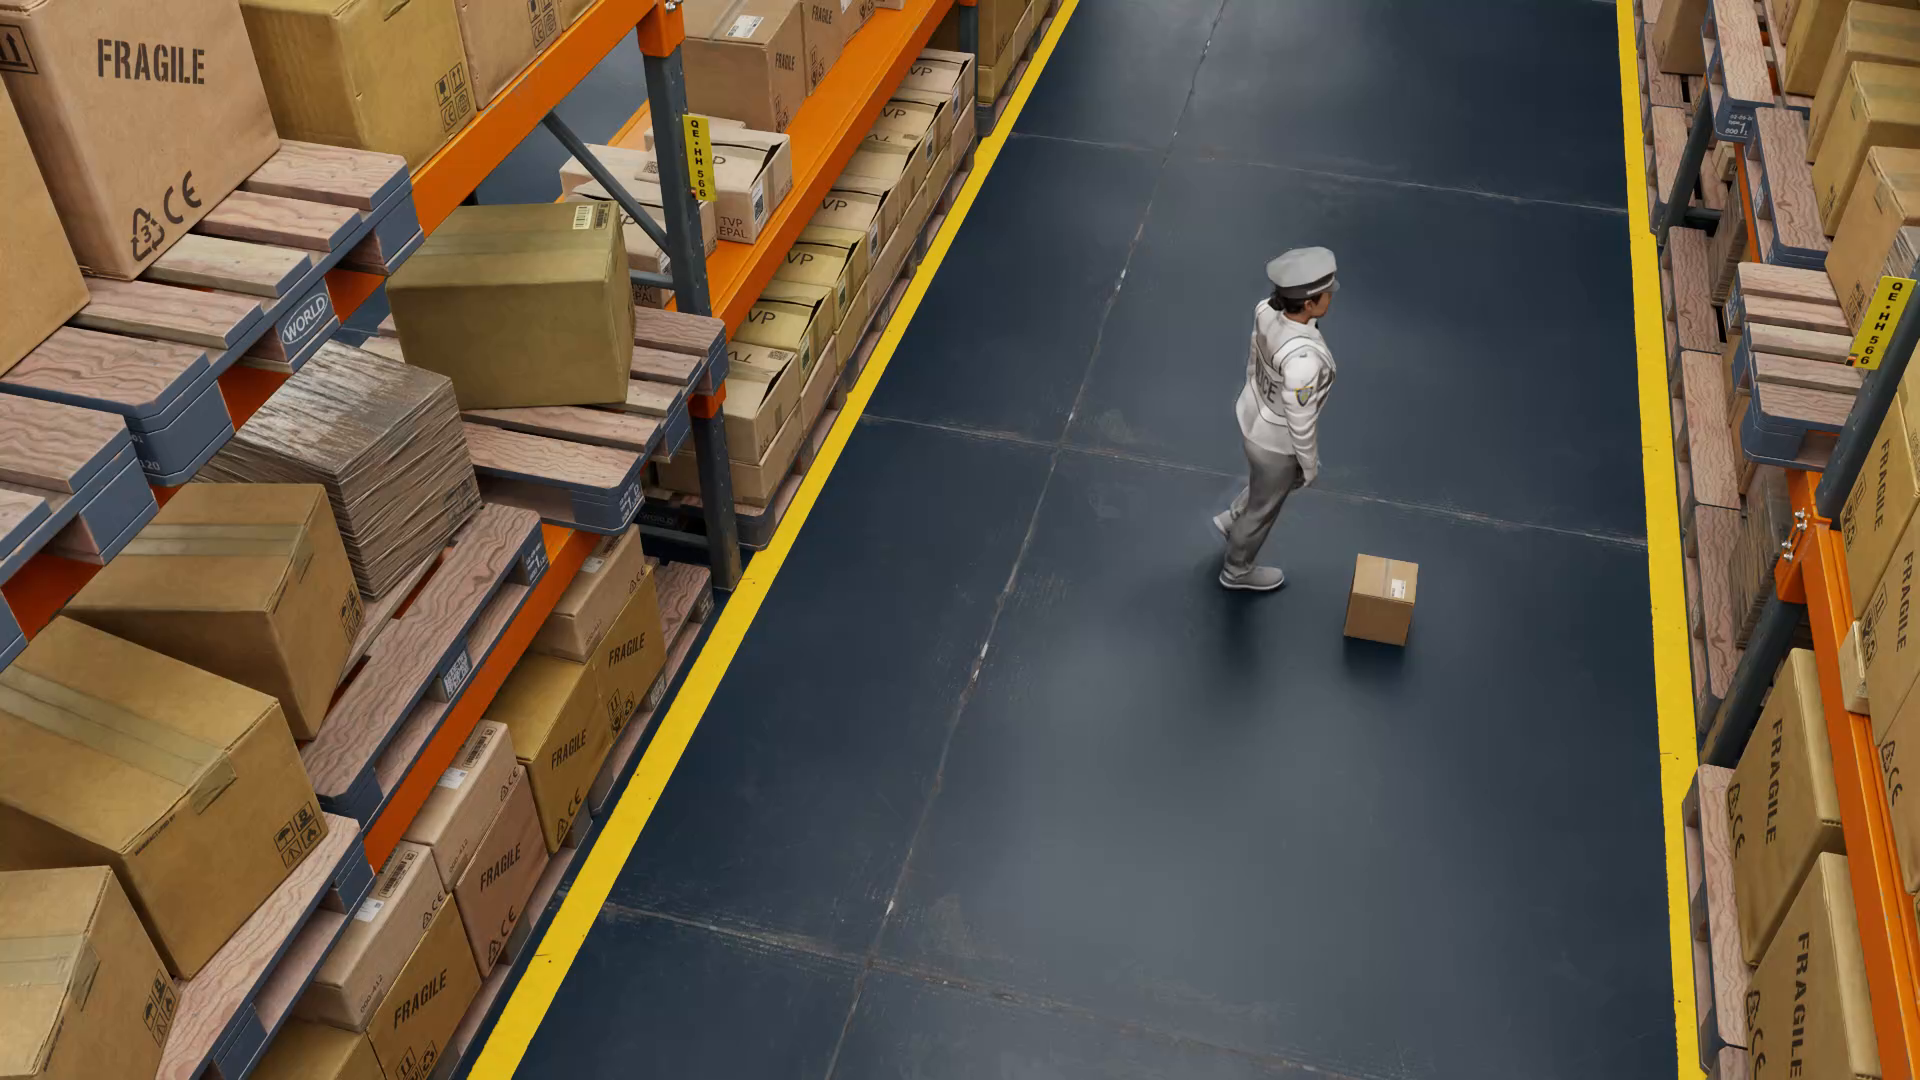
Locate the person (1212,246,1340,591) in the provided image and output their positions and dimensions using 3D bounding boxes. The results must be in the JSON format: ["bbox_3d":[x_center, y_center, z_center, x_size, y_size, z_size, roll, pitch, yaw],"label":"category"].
[{"bbox_3d":[1.306,-0.427,6.609,0.417,1.681,0.543,-3,41,-4],"label":"person"}]
